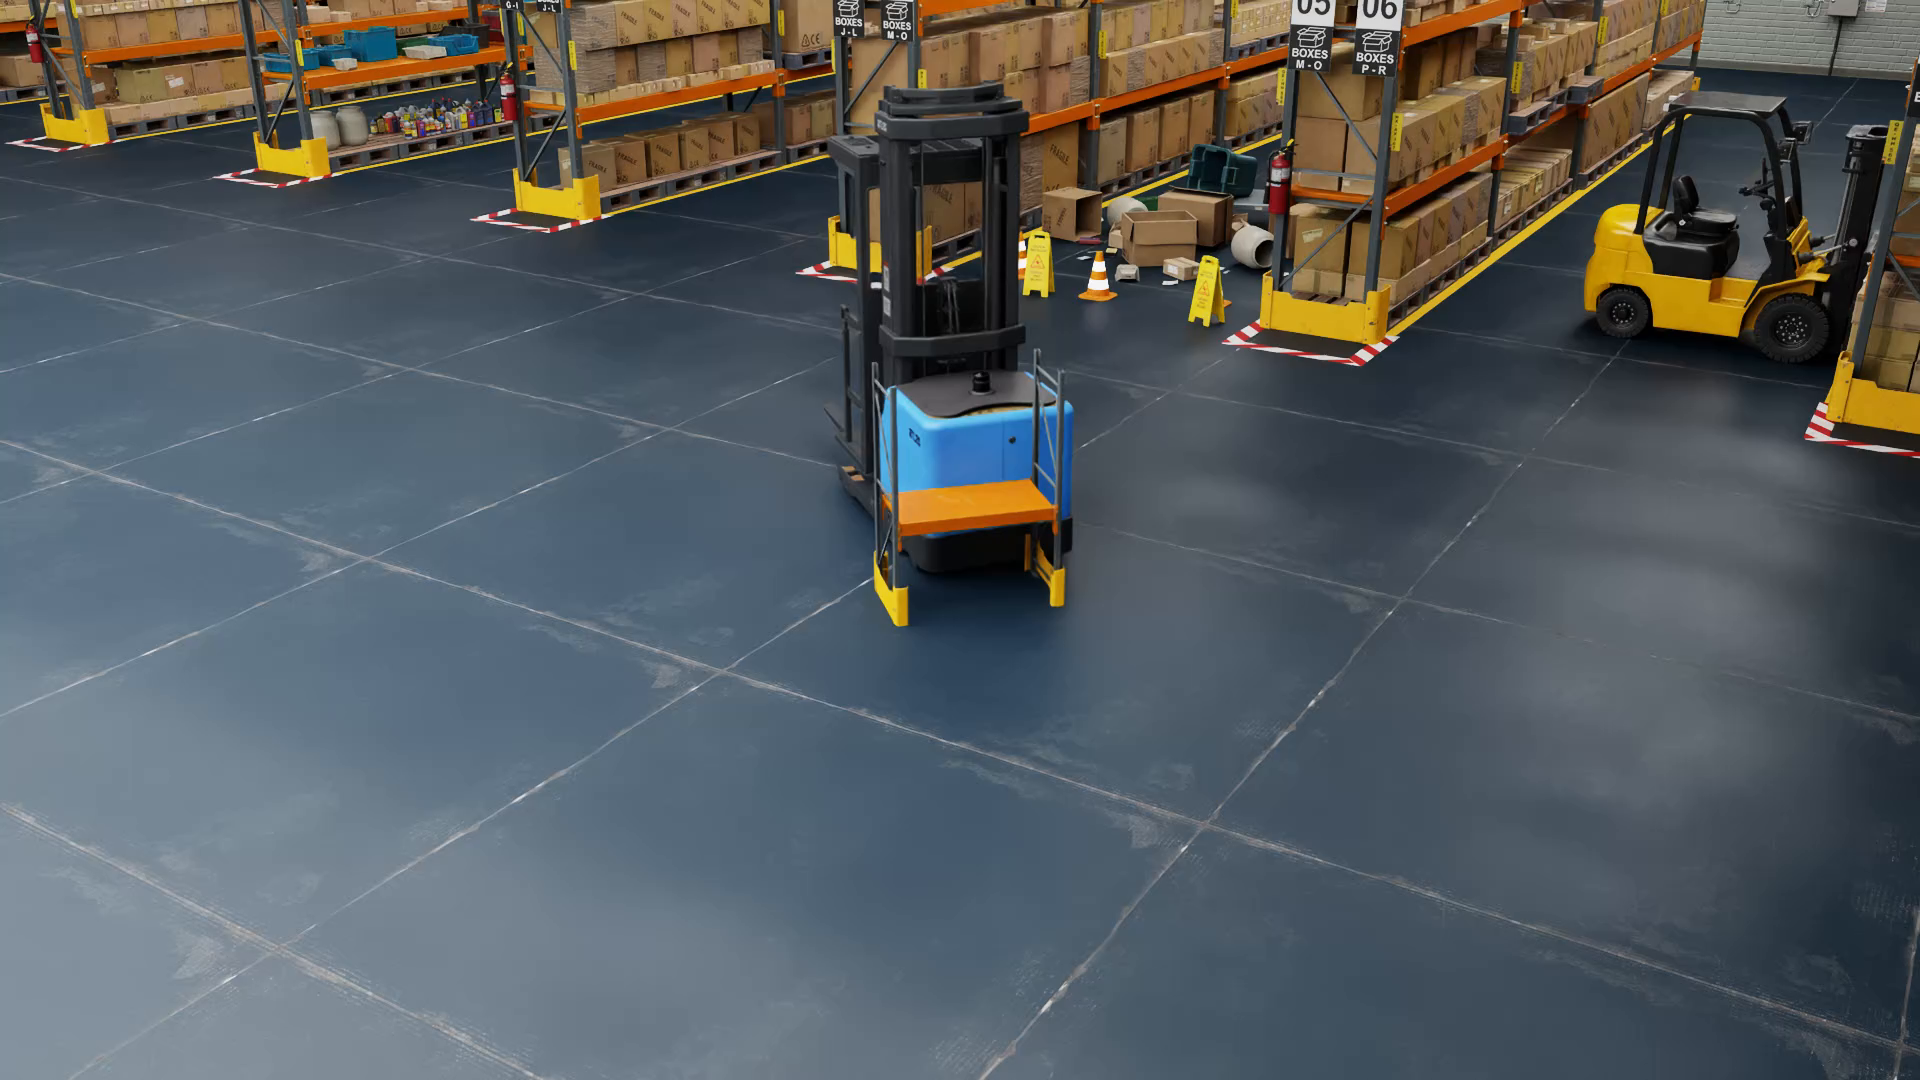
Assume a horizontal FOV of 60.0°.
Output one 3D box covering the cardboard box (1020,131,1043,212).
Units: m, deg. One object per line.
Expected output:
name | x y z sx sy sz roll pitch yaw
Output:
cardboard box | 0.392 -4.403 19.791 0.875 0.875 0.875 14 27 29

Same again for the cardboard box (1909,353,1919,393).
cardboard box | 8.048 -1.352 13.529 0.500 0.250 0.500 14 27 29

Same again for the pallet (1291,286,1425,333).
pallet | 3.902 -2.348 16.407 1.003 0.211 1.213 14 27 29

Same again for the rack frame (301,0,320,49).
rack frame | -13.420 -11.226 33.405 1.000 3.000 0.127 14 27 29

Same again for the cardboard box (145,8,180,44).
cardboard box | -12.633 -8.034 25.907 0.700 0.500 0.500 14 27 29

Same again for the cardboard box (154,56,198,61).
cardboard box | -12.619 -7.516 26.825 0.500 0.500 0.500 14 27 29

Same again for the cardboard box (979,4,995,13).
cardboard box | 0.229 -8.613 27.244 0.500 0.500 0.500 13 27 28

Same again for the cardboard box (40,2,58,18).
cardboard box | -16.044 -9.253 29.013 0.500 0.250 0.500 14 27 29

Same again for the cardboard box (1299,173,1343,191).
cardboard box | 3.419 -3.391 15.623 0.380 0.149 0.250 15 28 31

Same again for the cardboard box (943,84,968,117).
cardboard box | -0.426 -4.732 18.216 0.875 0.550 0.550 14 27 29

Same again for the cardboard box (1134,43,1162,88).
cardboard box | 2.293 -6.194 21.656 0.500 0.500 0.500 14 27 29

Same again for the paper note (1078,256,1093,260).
paper note | 1.393 -3.134 18.453 0.142 0.017 0.144 -17 29 -35

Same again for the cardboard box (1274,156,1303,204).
cardboard box | 3.986 -4.248 19.481 0.500 0.500 0.500 14 27 29

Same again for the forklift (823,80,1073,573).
forklift | -0.247 -1.695 11.477 1.130 2.935 3.031 -8 25 -18

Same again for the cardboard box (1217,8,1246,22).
cardboard box | 3.913 -7.595 24.058 0.380 0.149 0.250 13 27 28

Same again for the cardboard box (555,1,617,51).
cardboard box | -4.494 -6.181 19.994 0.500 0.500 0.500 14 27 29

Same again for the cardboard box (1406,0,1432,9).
cardboard box | 3.895 -4.893 14.816 0.500 0.250 0.500 13 27 28

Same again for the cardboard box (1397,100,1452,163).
cardboard box | 4.427 -3.967 16.137 0.500 0.500 0.500 13 27 28

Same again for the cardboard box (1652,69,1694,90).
cardboard box | 11.580 -7.508 27.515 0.875 0.438 0.875 13 27 27

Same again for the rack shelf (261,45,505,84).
rack shelf | -8.168 -6.884 24.036 0.919 0.124 3.809 14 27 29

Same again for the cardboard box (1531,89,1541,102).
cardboard box | 6.469 -5.155 19.169 0.380 0.149 0.250 14 27 30

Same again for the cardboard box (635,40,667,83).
cardboard box | -4.240 -6.127 21.128 0.875 0.500 0.500 14 27 29

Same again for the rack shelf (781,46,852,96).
rack shelf | -1.850 -7.107 24.796 1.077 0.370 4.000 14 27 29

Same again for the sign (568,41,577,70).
sign | -4.554 -5.695 19.540 0.100 0.325 0.005 14 27 29

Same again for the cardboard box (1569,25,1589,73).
cardboard box | 7.357 -6.022 20.355 0.500 0.500 0.500 13 27 28

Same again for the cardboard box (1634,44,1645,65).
cardboard box | 9.442 -6.940 23.695 0.500 0.250 0.500 13 27 28

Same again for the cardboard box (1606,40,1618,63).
cardboard box | 8.374 -6.489 22.023 0.500 0.250 0.500 15 27 30

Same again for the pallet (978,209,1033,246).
pallet | 0.145 -3.755 19.658 1.003 0.211 1.213 14 27 29

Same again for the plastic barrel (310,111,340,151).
plastic barrel | -8.941 -5.739 23.333 0.421 0.512 0.421 0 23 0

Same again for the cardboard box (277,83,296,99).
cardboard box | -11.378 -7.567 27.887 0.500 0.250 0.500 14 27 29

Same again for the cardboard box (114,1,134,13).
cardboard box | -12.770 -8.093 25.227 0.380 0.149 0.250 14 27 29

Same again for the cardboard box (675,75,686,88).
cardboard box | -3.770 -5.941 21.513 0.380 0.149 0.250 14 27 29

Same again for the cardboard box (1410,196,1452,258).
cardboard box | 4.620 -3.177 16.802 0.500 0.500 0.500 14 27 30

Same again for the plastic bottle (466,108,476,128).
plastic bottle | -7.360 -6.349 25.005 0.061 0.283 0.133 16 28 32

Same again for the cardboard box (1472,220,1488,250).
cardboard box | 5.430 -3.360 18.168 0.500 0.250 0.500 15 28 31

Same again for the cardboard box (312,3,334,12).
cardboard box | -11.012 -9.112 28.693 0.396 0.266 0.258 13 27 28

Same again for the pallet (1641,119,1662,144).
pallet | 10.201 -6.346 25.642 1.003 0.211 1.213 14 27 29

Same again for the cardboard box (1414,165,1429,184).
cardboard box | 4.262 -3.528 15.939 0.380 0.149 0.250 14 27 30

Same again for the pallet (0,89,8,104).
pallet | -17.141 -7.538 28.398 1.003 0.211 1.213 14 27 29

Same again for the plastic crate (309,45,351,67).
plastic crate | -8.866 -6.831 23.441 0.499 0.251 0.408 14 27 29

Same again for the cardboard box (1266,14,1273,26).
cardboard box | 4.469 -7.808 24.924 0.380 0.149 0.250 14 27 28

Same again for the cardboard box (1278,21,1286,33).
cardboard box | 4.749 -7.850 25.395 0.380 0.149 0.250 15 28 31

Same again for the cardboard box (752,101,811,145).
cardboard box | -2.563 -6.019 23.971 0.700 0.500 0.500 12 26 25

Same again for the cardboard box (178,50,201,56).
cardboard box | -14.926 -9.367 31.705 0.700 0.500 0.500 13 27 28

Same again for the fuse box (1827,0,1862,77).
fuse box | 16.506 -9.562 31.185 0.539 1.711 0.414 14 27 29

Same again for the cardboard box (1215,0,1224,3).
cardboard box | 3.918 -8.086 25.192 0.380 0.149 0.250 15 28 31

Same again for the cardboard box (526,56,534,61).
cardboard box | -8.455 -9.515 32.047 0.500 0.500 0.500 13 27 27

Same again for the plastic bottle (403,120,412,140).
plastic bottle | -8.002 -5.946 24.090 0.097 0.271 0.097 0 23 0

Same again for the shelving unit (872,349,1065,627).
shelving unit | 4.020 -3.262 16.520 12.529 1.800 11.967 -6 24 -14

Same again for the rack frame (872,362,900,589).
rack frame | 4.018 -3.271 16.541 12.521 1.800 11.923 -6 24 -14

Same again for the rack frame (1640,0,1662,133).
rack frame | 9.734 -7.385 24.533 1.000 3.000 0.127 14 27 29

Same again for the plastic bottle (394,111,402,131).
plastic bottle | -8.397 -6.239 24.762 0.152 0.276 0.135 13 27 28

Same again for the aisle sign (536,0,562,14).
aisle sign | -4.793 -6.521 19.265 0.394 0.787 0.004 14 27 29

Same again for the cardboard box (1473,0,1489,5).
cardboard box | 5.051 -5.431 16.561 0.380 0.149 0.250 15 27 30

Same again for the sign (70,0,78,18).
sign | -12.961 -7.804 24.312 0.100 0.325 0.005 14 27 29

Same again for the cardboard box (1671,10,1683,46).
cardboard box | 10.740 -7.870 25.528 0.500 0.500 0.500 14 27 29

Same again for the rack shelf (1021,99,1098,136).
rack shelf | 0.200 -4.683 19.197 1.077 0.370 4.000 14 27 29
